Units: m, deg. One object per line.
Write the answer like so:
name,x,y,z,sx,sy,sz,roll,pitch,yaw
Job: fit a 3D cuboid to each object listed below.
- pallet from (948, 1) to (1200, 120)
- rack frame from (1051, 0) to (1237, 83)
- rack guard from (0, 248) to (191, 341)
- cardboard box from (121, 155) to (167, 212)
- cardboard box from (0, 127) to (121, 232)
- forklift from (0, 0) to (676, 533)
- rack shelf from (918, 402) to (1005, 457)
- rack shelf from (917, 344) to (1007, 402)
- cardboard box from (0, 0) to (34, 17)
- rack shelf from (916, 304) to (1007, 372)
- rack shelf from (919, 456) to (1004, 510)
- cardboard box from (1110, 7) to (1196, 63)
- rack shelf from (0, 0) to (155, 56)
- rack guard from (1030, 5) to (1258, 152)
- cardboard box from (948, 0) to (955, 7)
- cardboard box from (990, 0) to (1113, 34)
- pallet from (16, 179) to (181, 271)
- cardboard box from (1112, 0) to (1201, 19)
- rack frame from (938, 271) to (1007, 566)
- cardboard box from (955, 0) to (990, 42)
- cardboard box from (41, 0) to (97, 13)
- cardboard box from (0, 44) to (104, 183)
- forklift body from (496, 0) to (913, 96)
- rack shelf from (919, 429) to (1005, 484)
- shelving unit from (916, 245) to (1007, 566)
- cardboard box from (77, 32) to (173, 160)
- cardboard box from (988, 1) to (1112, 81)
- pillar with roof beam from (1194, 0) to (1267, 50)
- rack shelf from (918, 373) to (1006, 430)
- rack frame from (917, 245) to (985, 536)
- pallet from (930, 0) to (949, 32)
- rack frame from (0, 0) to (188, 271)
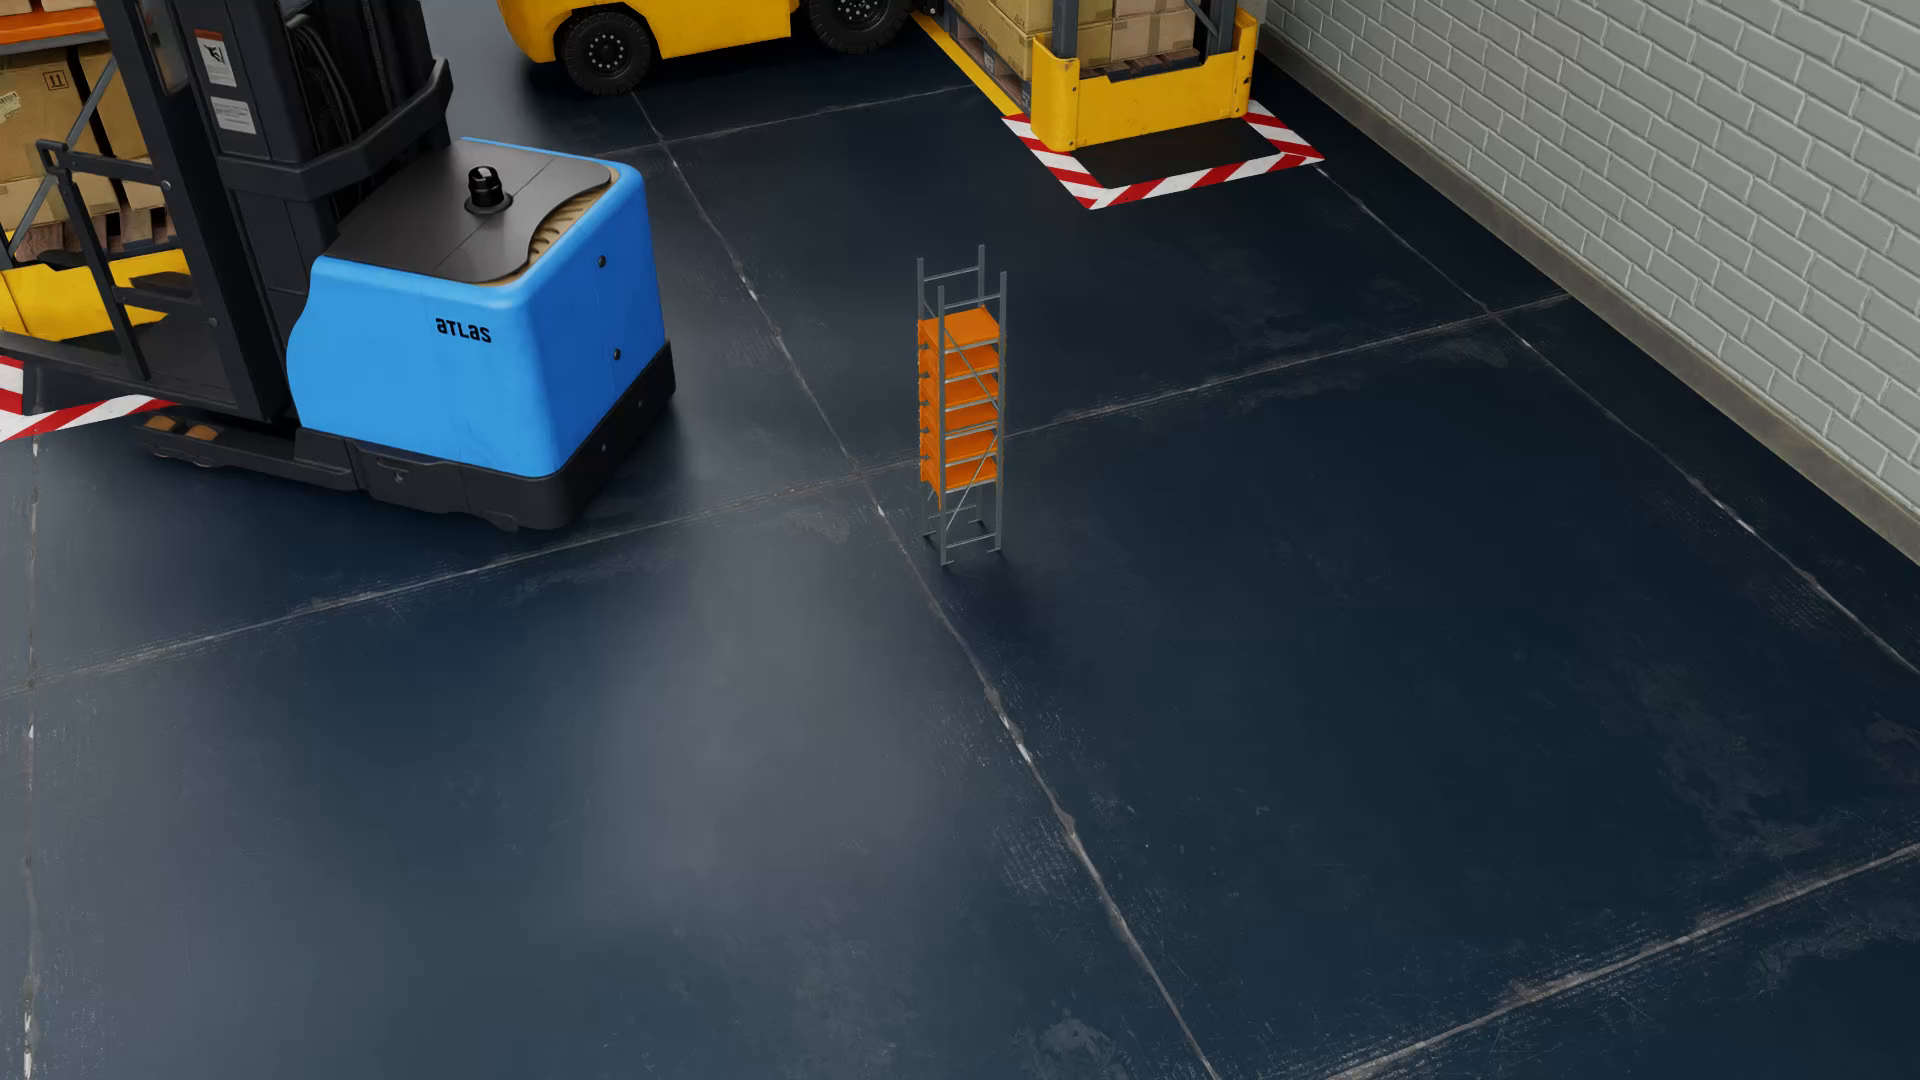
pallet,0.616,-2.782,9.323,1.003,0.211,1.213,-15,43,-17
rack frame,0.948,-3.389,7.890,1.000,3.000,0.127,-15,43,-17
rack guard,-3.666,-1.246,7.316,1.175,0.500,0.348,-15,43,-17
cardboard box,-3.690,-1.820,7.852,0.500,0.250,0.500,-15,43,-17
cardboard box,-4.204,-1.699,7.712,0.500,0.250,0.500,-15,43,-17
forklift,-2.747,-1.712,5.992,3.031,2.935,1.130,12,42,14
rack shelf,0.006,-0.413,5.878,0.258,0.103,0.180,-15,43,-17
rack shelf,0.006,-0.594,5.721,0.258,0.103,0.180,-15,43,-17
cardboard box,-3.978,-2.225,6.729,0.380,0.149,0.250,-14,43,-15
rack shelf,0.006,-0.685,5.643,0.258,0.103,0.180,-15,43,-17
rack shelf,0.006,-0.231,6.034,0.258,0.103,0.180,-15,43,-17
cardboard box,0.940,-2.850,9.050,0.500,0.250,0.500,-15,43,-17
rack shelf,-4.402,-3.080,8.083,1.077,0.370,4.000,-15,43,-17
rack guard,0.957,-2.426,8.688,1.175,0.500,0.348,-15,43,-17
cardboard box,0.111,-3.315,9.591,0.500,0.250,0.500,-15,43,-16
cardboard box,0.473,-2.910,8.737,0.500,0.250,0.500,-16,43,-17
pallet,-3.944,-1.635,7.989,1.003,0.211,1.213,-15,43,-17
cardboard box,0.960,-3.030,8.876,0.500,0.250,0.500,-14,43,-16
rack frame,0.041,-0.391,5.785,0.240,1.200,0.006,-15,43,-17
cardboard box,0.294,-3.011,9.238,0.500,0.250,0.500,-15,43,-17
cardboard box,-3.576,-2.309,6.827,0.380,0.149,0.250,-15,43,-17
cardboard box,-4.184,-1.967,7.448,0.500,0.500,0.500,-15,43,-17
forklift body,-1.463,-3.754,8.966,2.313,2.155,1.214,-15,43,-17
rack shelf,0.006,-0.322,5.956,0.258,0.103,0.180,-15,43,-17
shelving unit,0.006,-0.446,5.849,0.258,1.200,0.189,-15,43,-17
cardboard box,-3.700,-2.118,7.624,0.500,0.500,0.500,-16,43,-18
cardboard box,0.476,-2.709,8.887,0.500,0.250,0.500,-15,43,-17
pillar with roof beam,-2.463,-5.234,5.434,9.100,9.000,0.400,-15,43,-17
rack shelf,0.006,-0.504,5.799,0.258,0.103,0.180,-15,43,-17
rack frame,-0.029,-0.501,5.913,0.240,1.200,0.006,-15,43,-17
pallet,0.153,-3.515,10.176,1.003,0.211,1.213,-15,43,-17
rack frame,-3.637,-2.148,6.447,1.000,3.000,0.127,-15,43,-17
